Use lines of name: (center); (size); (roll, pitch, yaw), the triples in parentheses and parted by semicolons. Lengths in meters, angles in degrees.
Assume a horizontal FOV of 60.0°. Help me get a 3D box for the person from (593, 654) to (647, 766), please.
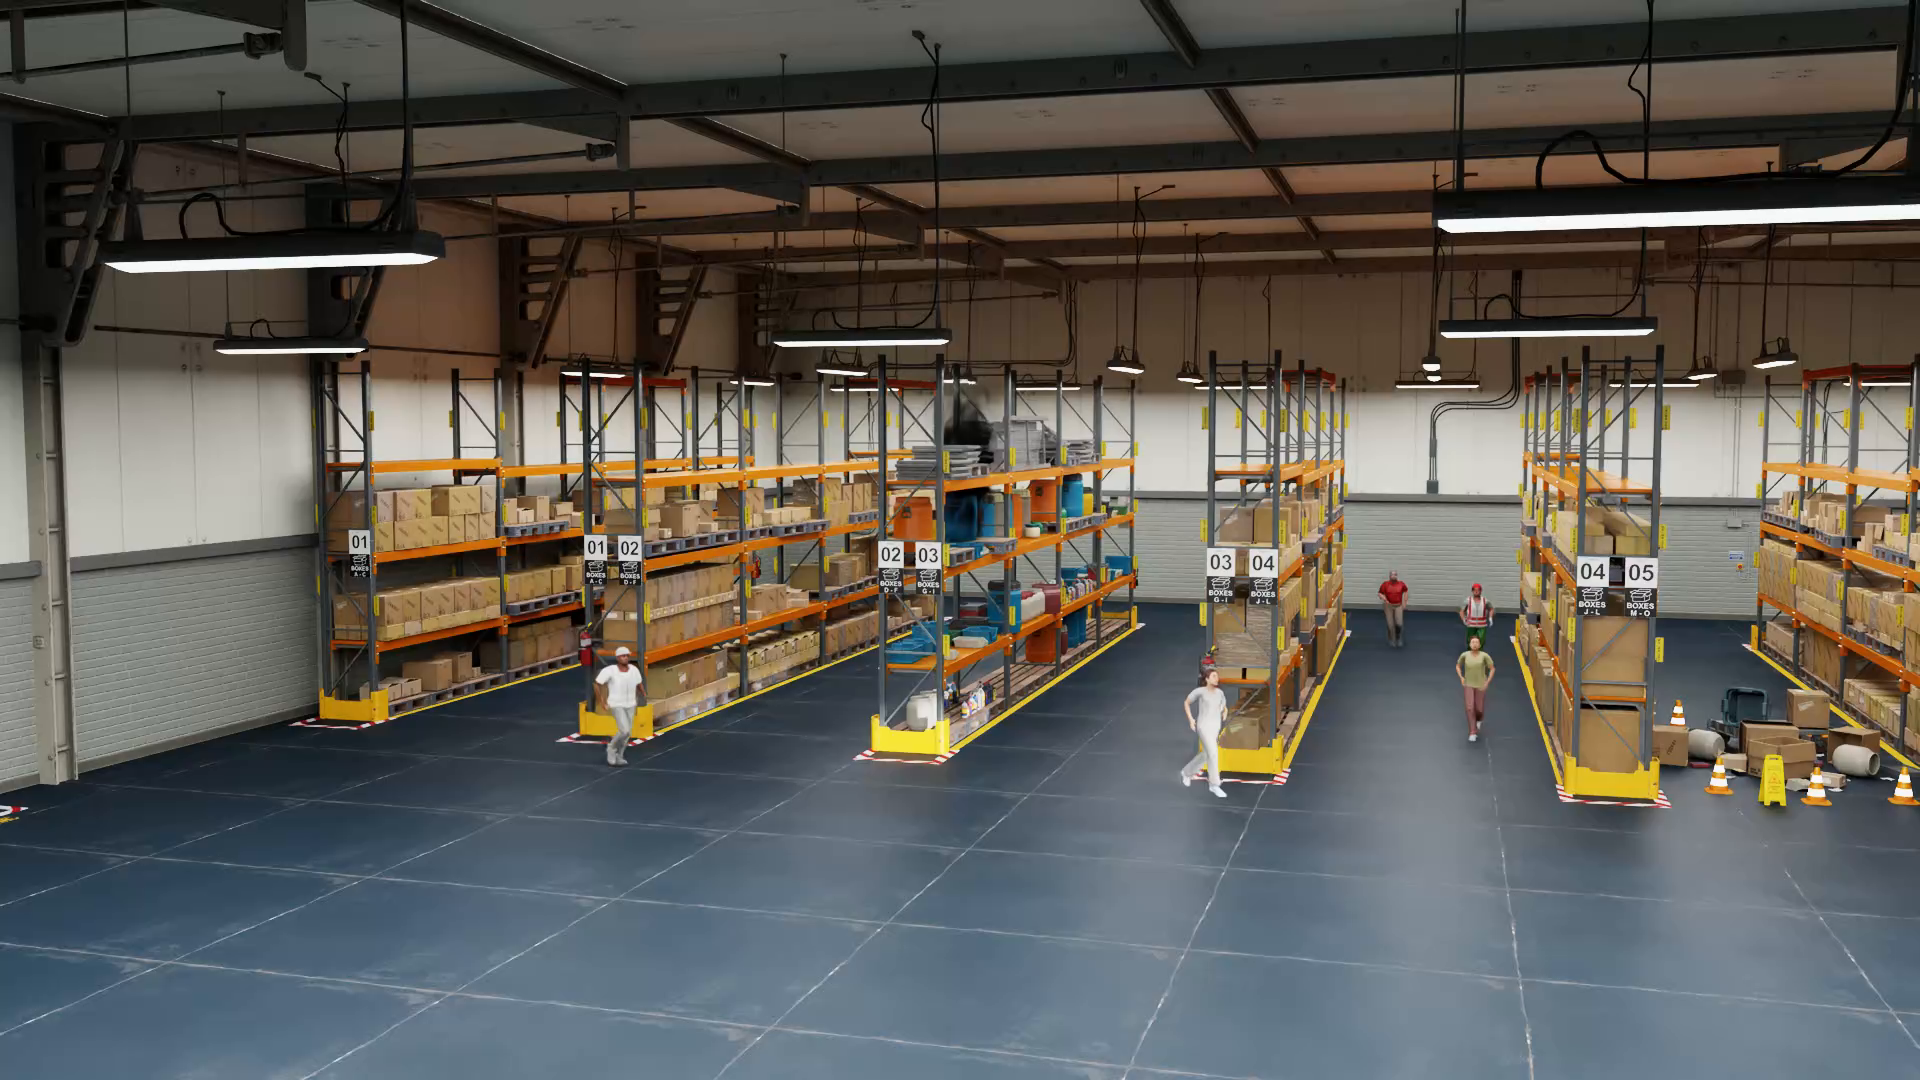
person: (-4.858, 2.427, 24.089); (0.606, 1.694, 0.704); (4, 6, 44)

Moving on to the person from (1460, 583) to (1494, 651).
person: (10.400, 1.746, 33.441); (0.669, 1.748, 0.848); (1, 4, 13)

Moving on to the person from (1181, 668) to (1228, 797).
person: (3.386, 2.560, 22.444); (0.564, 1.656, 0.907); (-3, 5, -33)

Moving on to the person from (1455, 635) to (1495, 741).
person: (8.131, 2.314, 26.269); (0.598, 1.640, 0.702); (1, 4, 19)

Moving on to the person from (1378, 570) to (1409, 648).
person: (9.572, 1.535, 36.759); (0.655, 1.725, 0.664); (1, 4, 16)
